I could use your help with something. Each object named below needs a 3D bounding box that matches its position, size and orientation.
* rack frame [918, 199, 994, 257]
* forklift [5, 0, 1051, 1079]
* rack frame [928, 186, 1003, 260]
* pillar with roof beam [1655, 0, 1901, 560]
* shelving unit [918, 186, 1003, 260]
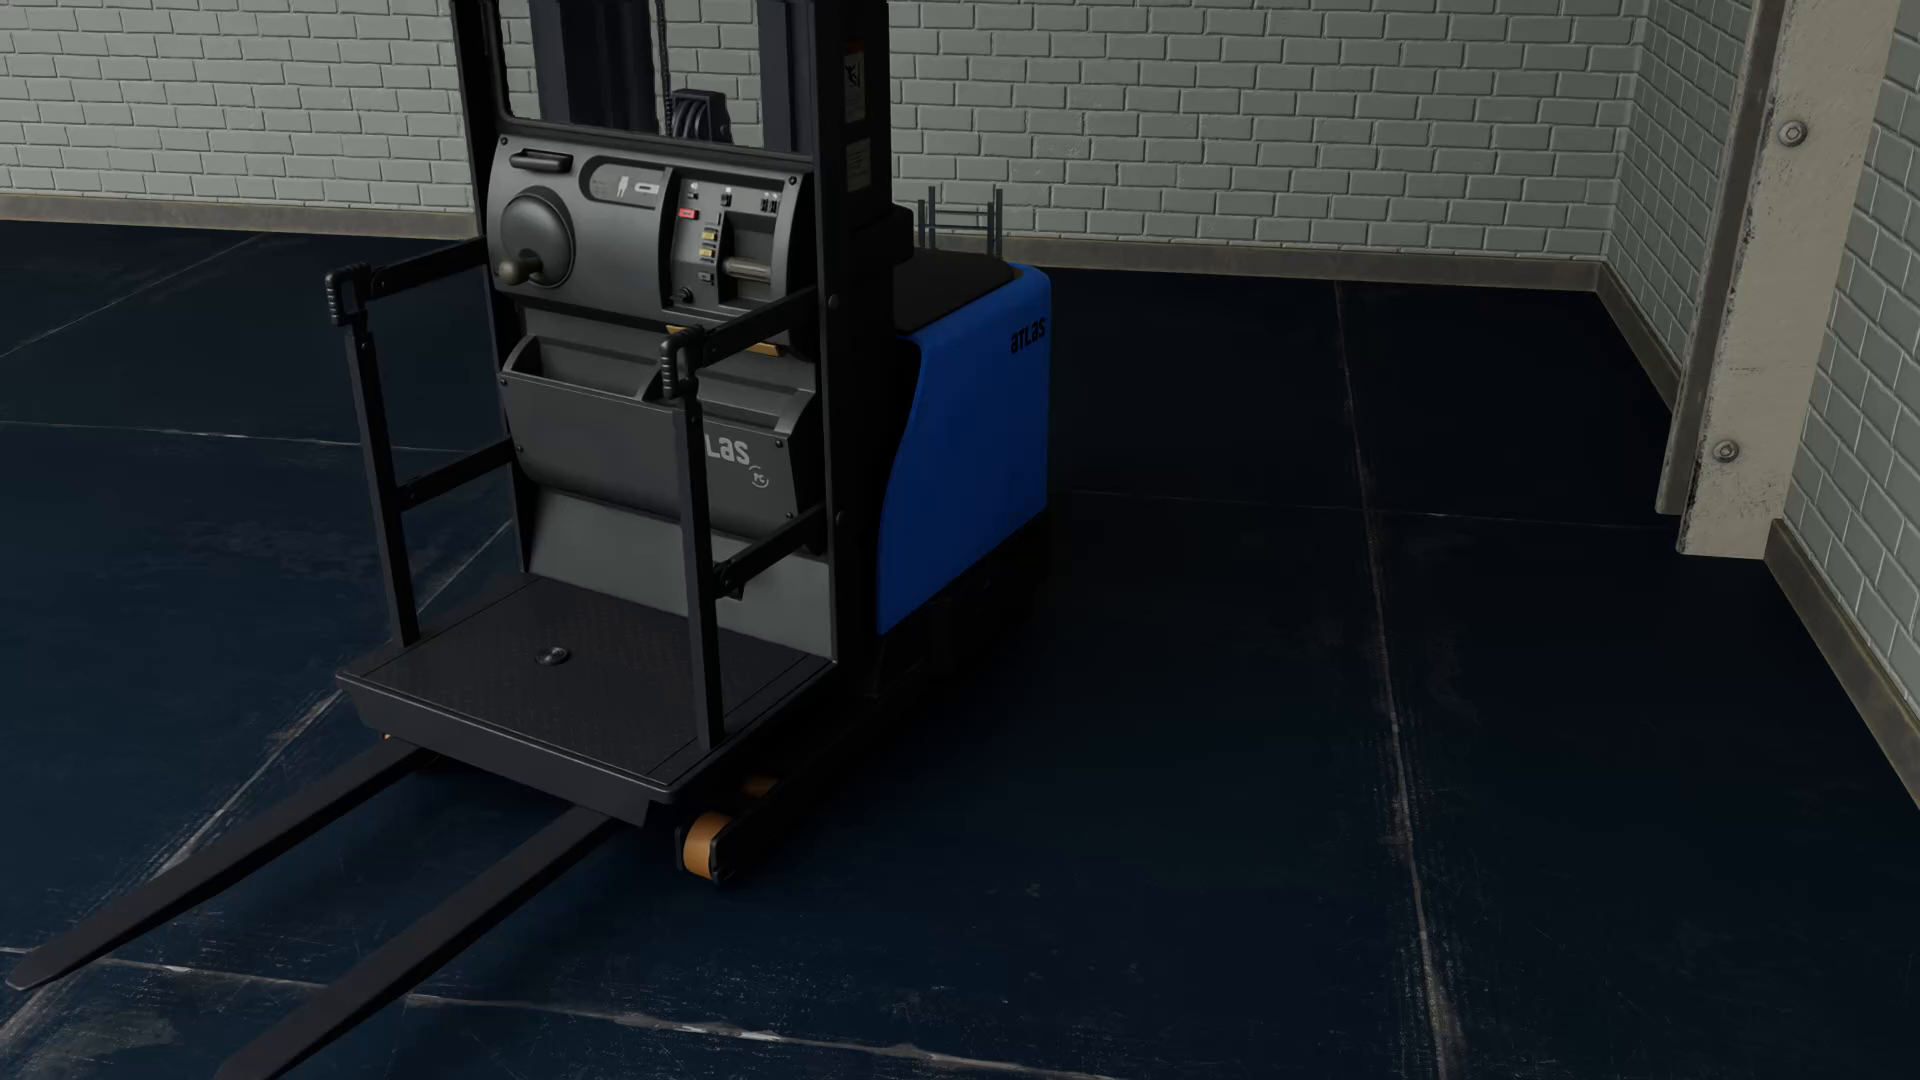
[{"bbox_3d":[-0.013,-0.511,5.427,0.240,1.200,0.006,4,25,9],"label":"rack frame"},{"bbox_3d":[-0.879,-0.728,3.849,1.130,2.935,3.031,14,28,27],"label":"forklift"},{"bbox_3d":[0.017,-0.588,5.590,0.240,1.200,0.006,4,25,9],"label":"rack frame"},{"bbox_3d":[-1.620,-4.399,4.534,9.100,9.000,0.400,4,25,9],"label":"pillar with roof beam"},{"bbox_3d":[0.002,-0.549,5.509,0.258,1.200,0.189,4,25,9],"label":"shelving unit"}]
